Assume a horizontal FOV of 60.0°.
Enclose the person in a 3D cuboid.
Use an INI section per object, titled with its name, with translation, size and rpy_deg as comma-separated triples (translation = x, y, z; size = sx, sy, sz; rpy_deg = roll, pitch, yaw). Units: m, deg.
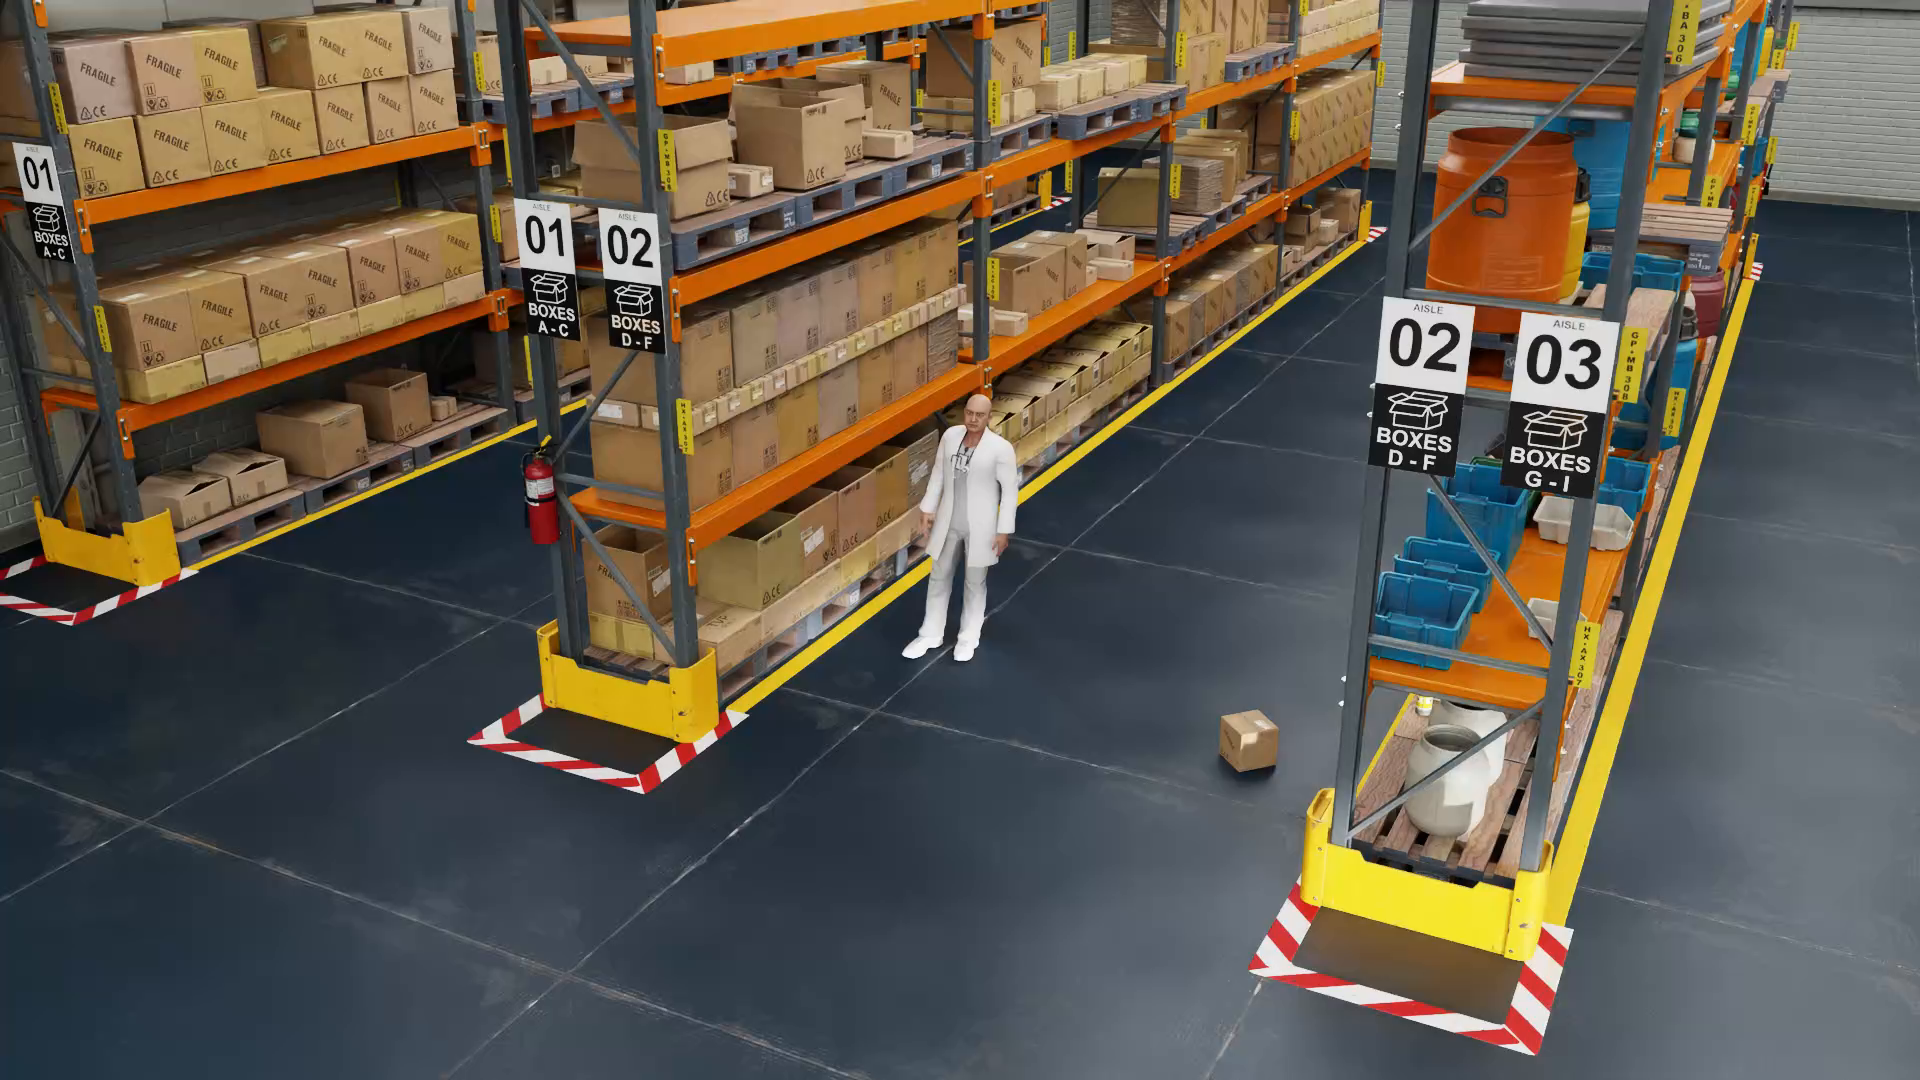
[person]
translation = 0.010, -0.064, 10.915
size = 0.695, 1.777, 0.579
rpy_deg = 11, 25, 25
